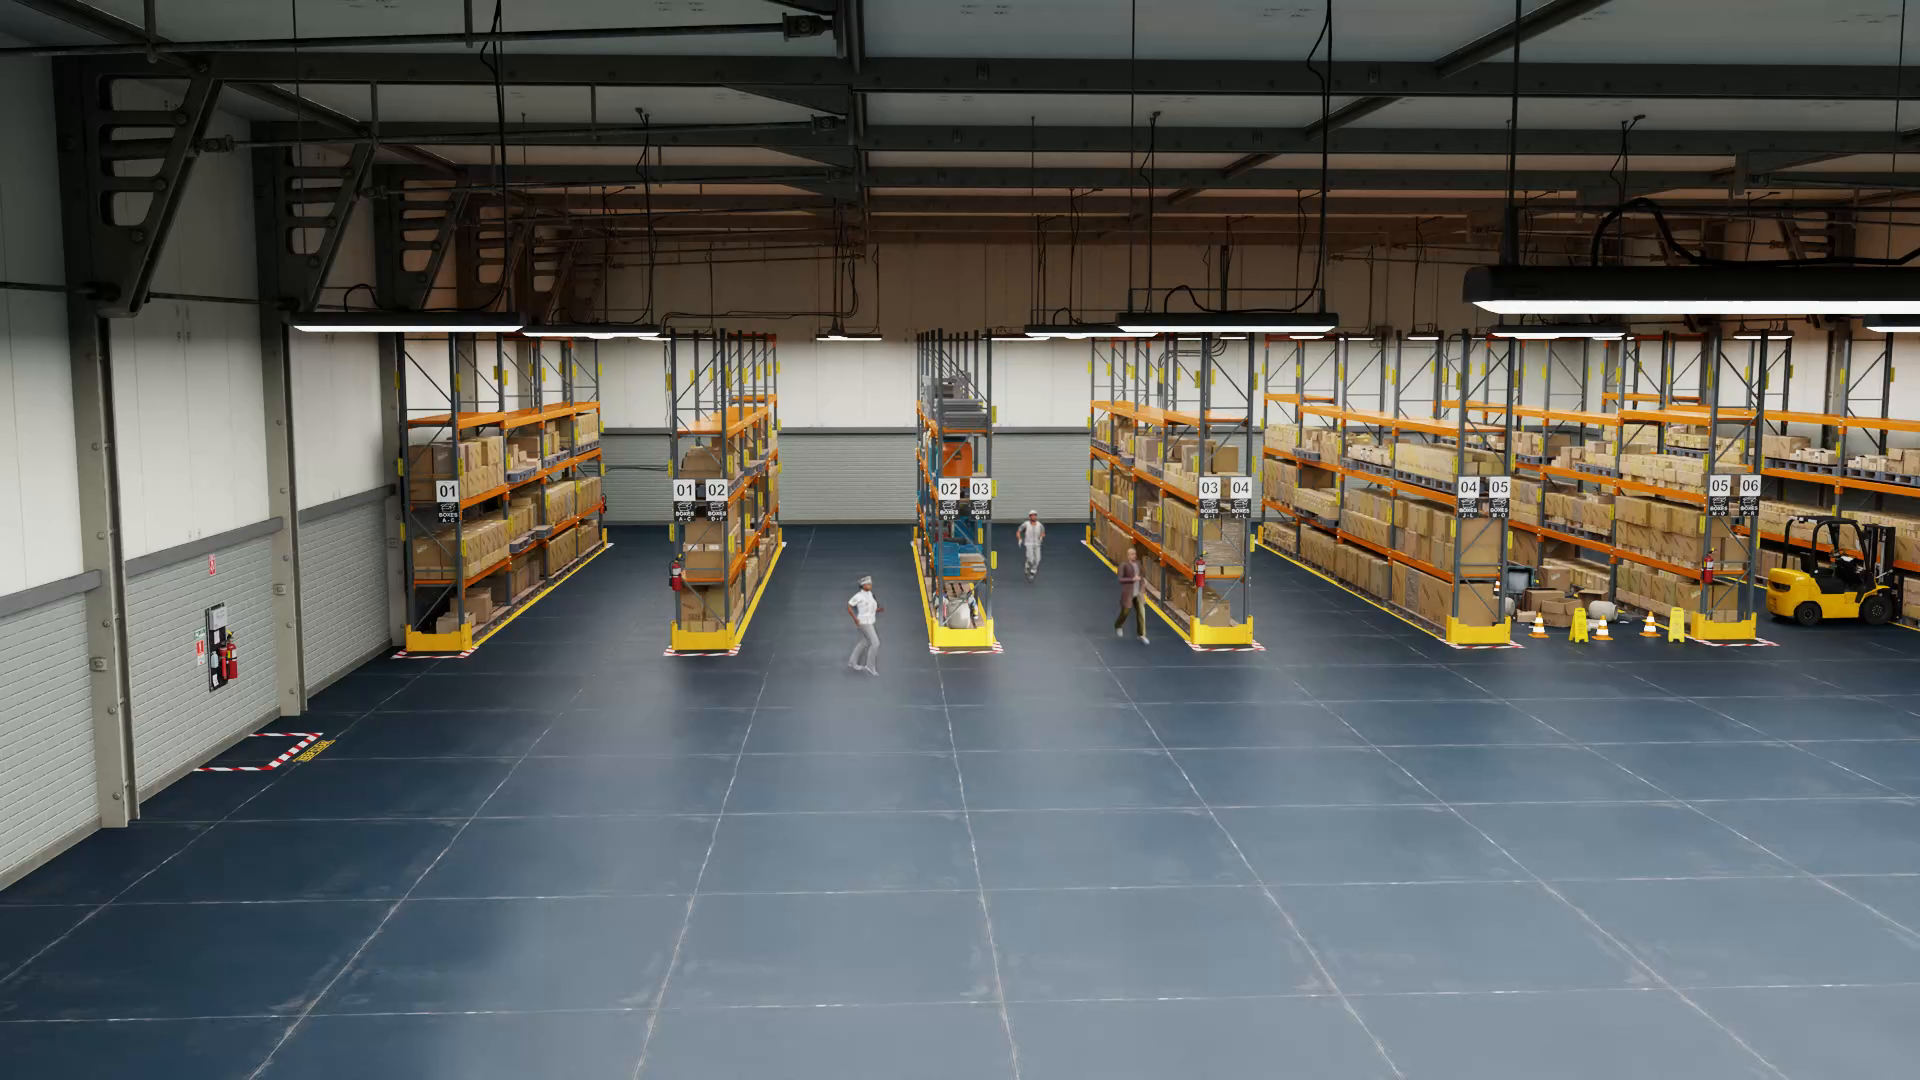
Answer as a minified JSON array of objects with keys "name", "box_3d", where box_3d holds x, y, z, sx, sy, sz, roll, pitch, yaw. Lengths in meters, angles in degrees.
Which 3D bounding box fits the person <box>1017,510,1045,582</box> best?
[{"name":"person","box_3d":[1.747,0.153,39.830,0.664,1.739,0.603,-2,7,-15]}]

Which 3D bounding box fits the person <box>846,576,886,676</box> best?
[{"name":"person","box_3d":[-1.630,1.489,28.879,0.737,1.754,0.545,2,7,17]}]

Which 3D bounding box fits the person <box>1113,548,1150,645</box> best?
[{"name":"person","box_3d":[3.303,1.055,32.012,0.704,1.805,1.022,-3,7,-25]}]
